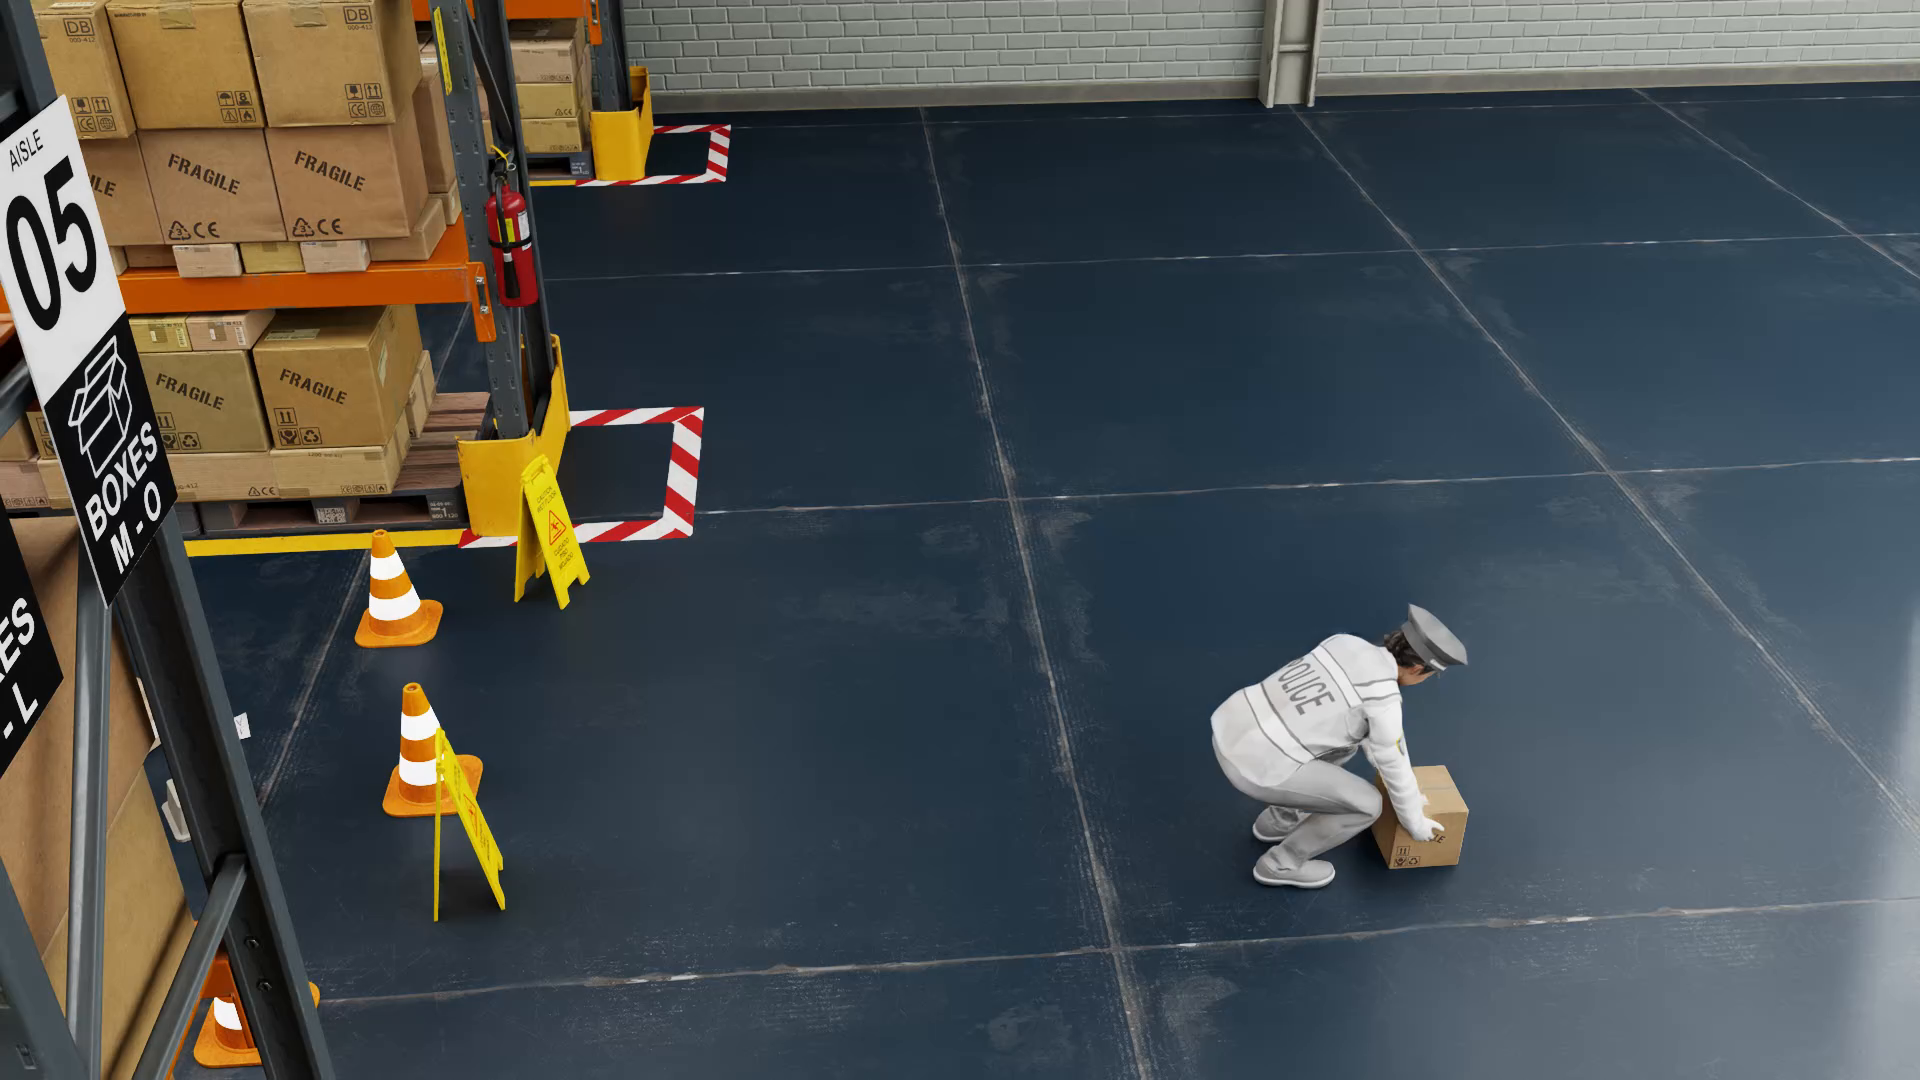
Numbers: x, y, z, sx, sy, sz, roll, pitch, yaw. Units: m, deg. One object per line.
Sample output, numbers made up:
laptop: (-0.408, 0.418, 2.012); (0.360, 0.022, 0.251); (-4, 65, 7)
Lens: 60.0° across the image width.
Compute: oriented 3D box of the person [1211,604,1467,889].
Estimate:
person: (1.275, 0.687, 5.684); (0.847, 0.964, 0.495); (-3, 31, -5)
